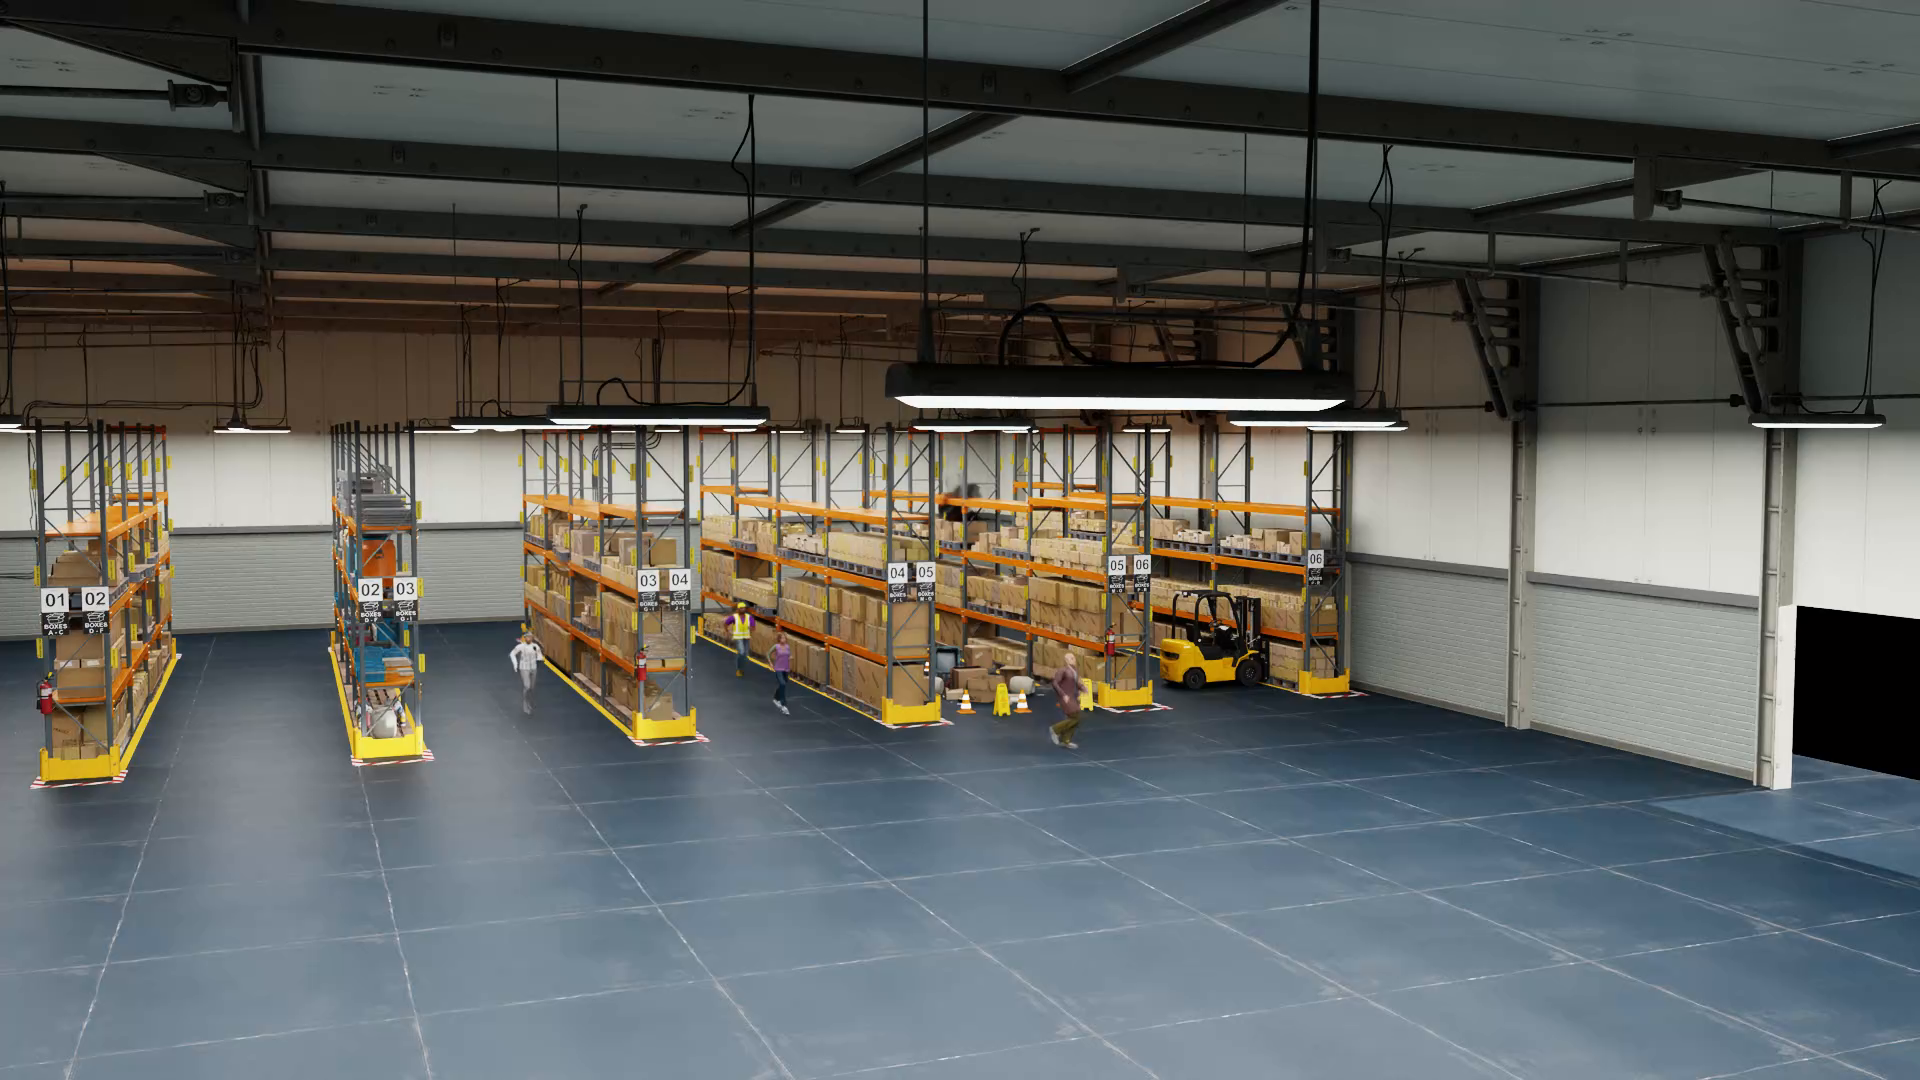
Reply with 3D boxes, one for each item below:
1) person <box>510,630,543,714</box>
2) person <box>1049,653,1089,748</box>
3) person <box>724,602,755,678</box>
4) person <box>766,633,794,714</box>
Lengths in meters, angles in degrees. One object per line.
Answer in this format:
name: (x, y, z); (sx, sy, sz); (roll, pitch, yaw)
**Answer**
person: (-8.937, 2.729, 34.434); (0.540, 1.749, 0.719); (-3, 4, -36)
person: (2.040, 2.947, 30.535); (0.612, 1.747, 0.699); (2, 4, 28)
person: (-5.178, 2.380, 39.467); (0.670, 1.801, 0.728); (-2, 4, -29)
person: (-3.724, 2.747, 34.616); (0.514, 1.636, 0.757); (-3, 4, -38)
